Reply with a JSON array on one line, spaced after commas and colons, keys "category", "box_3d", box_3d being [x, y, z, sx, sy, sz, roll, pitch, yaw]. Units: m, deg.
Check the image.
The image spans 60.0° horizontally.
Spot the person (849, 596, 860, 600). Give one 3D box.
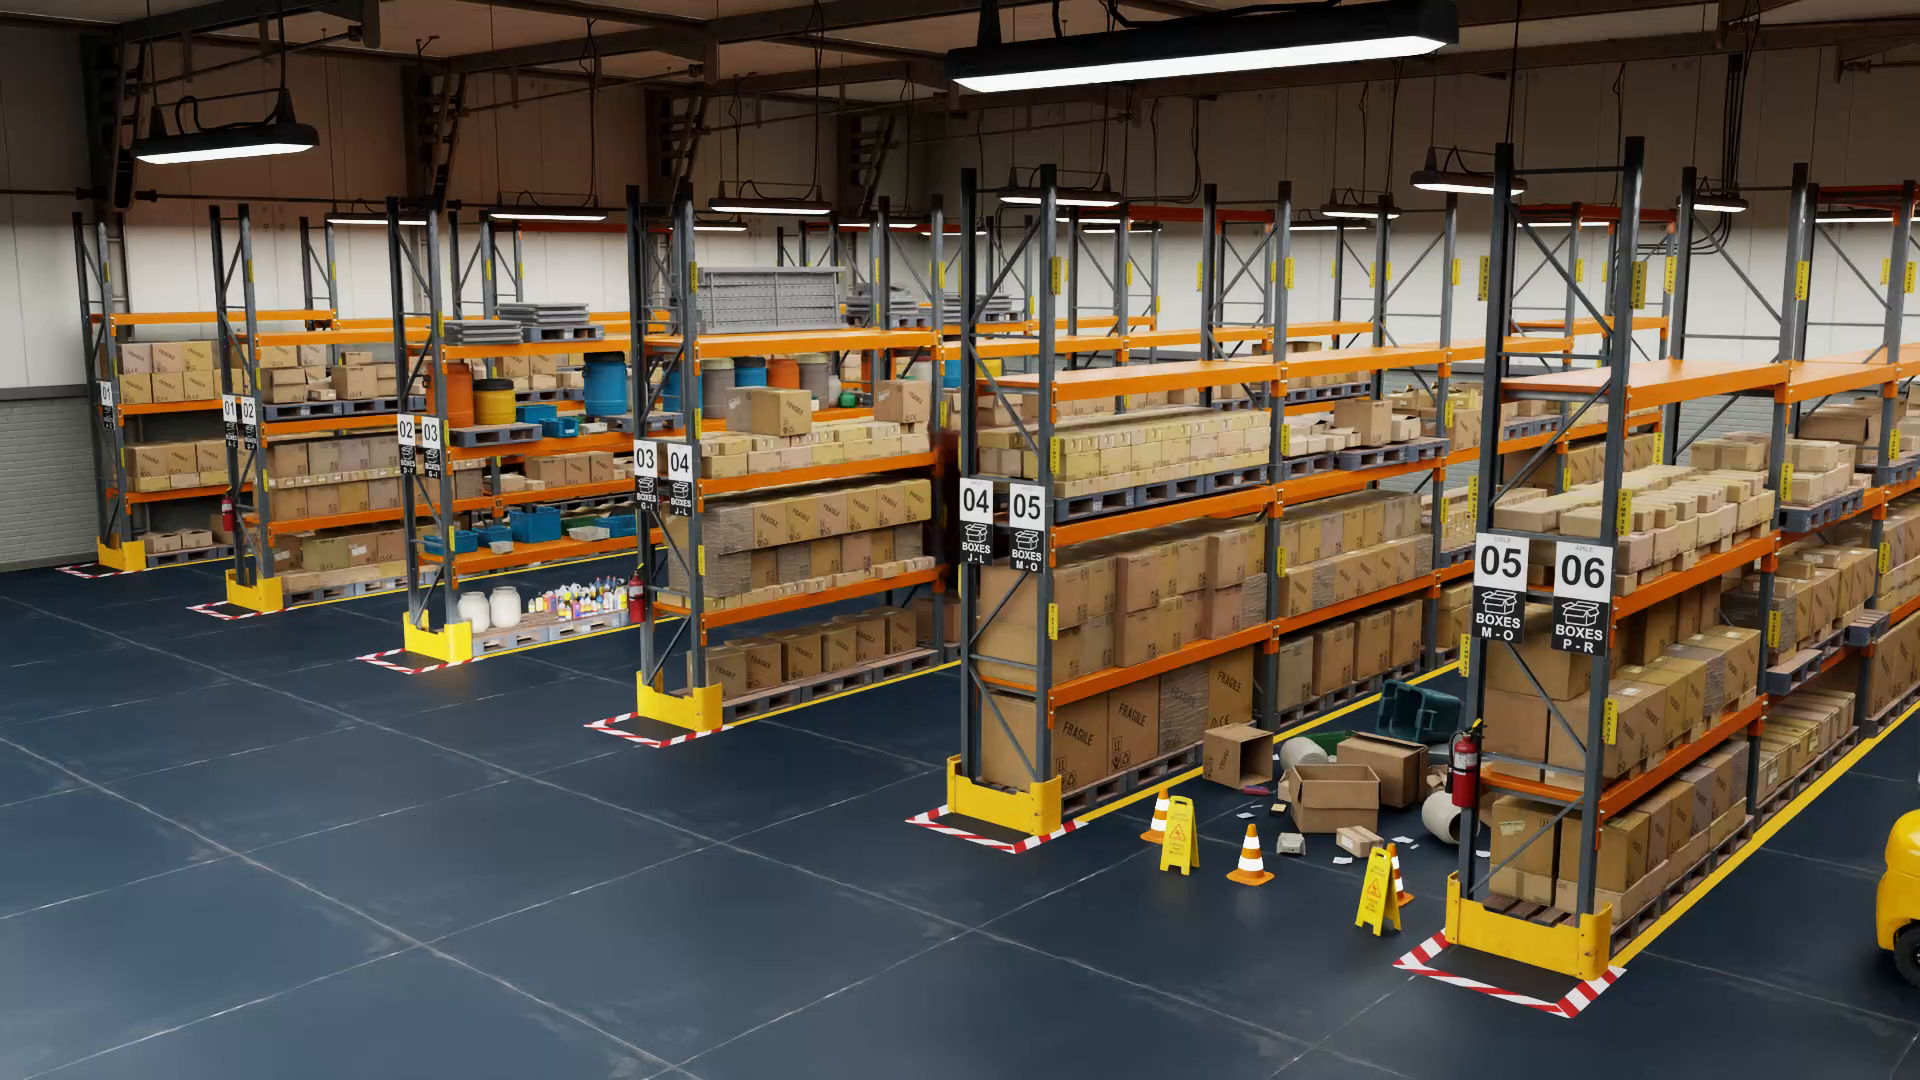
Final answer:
[{"category": "person", "box_3d": [-1.334, 0.004, 24.319, 0.551, 1.778, 0.888, 7, 12, 37]}]
